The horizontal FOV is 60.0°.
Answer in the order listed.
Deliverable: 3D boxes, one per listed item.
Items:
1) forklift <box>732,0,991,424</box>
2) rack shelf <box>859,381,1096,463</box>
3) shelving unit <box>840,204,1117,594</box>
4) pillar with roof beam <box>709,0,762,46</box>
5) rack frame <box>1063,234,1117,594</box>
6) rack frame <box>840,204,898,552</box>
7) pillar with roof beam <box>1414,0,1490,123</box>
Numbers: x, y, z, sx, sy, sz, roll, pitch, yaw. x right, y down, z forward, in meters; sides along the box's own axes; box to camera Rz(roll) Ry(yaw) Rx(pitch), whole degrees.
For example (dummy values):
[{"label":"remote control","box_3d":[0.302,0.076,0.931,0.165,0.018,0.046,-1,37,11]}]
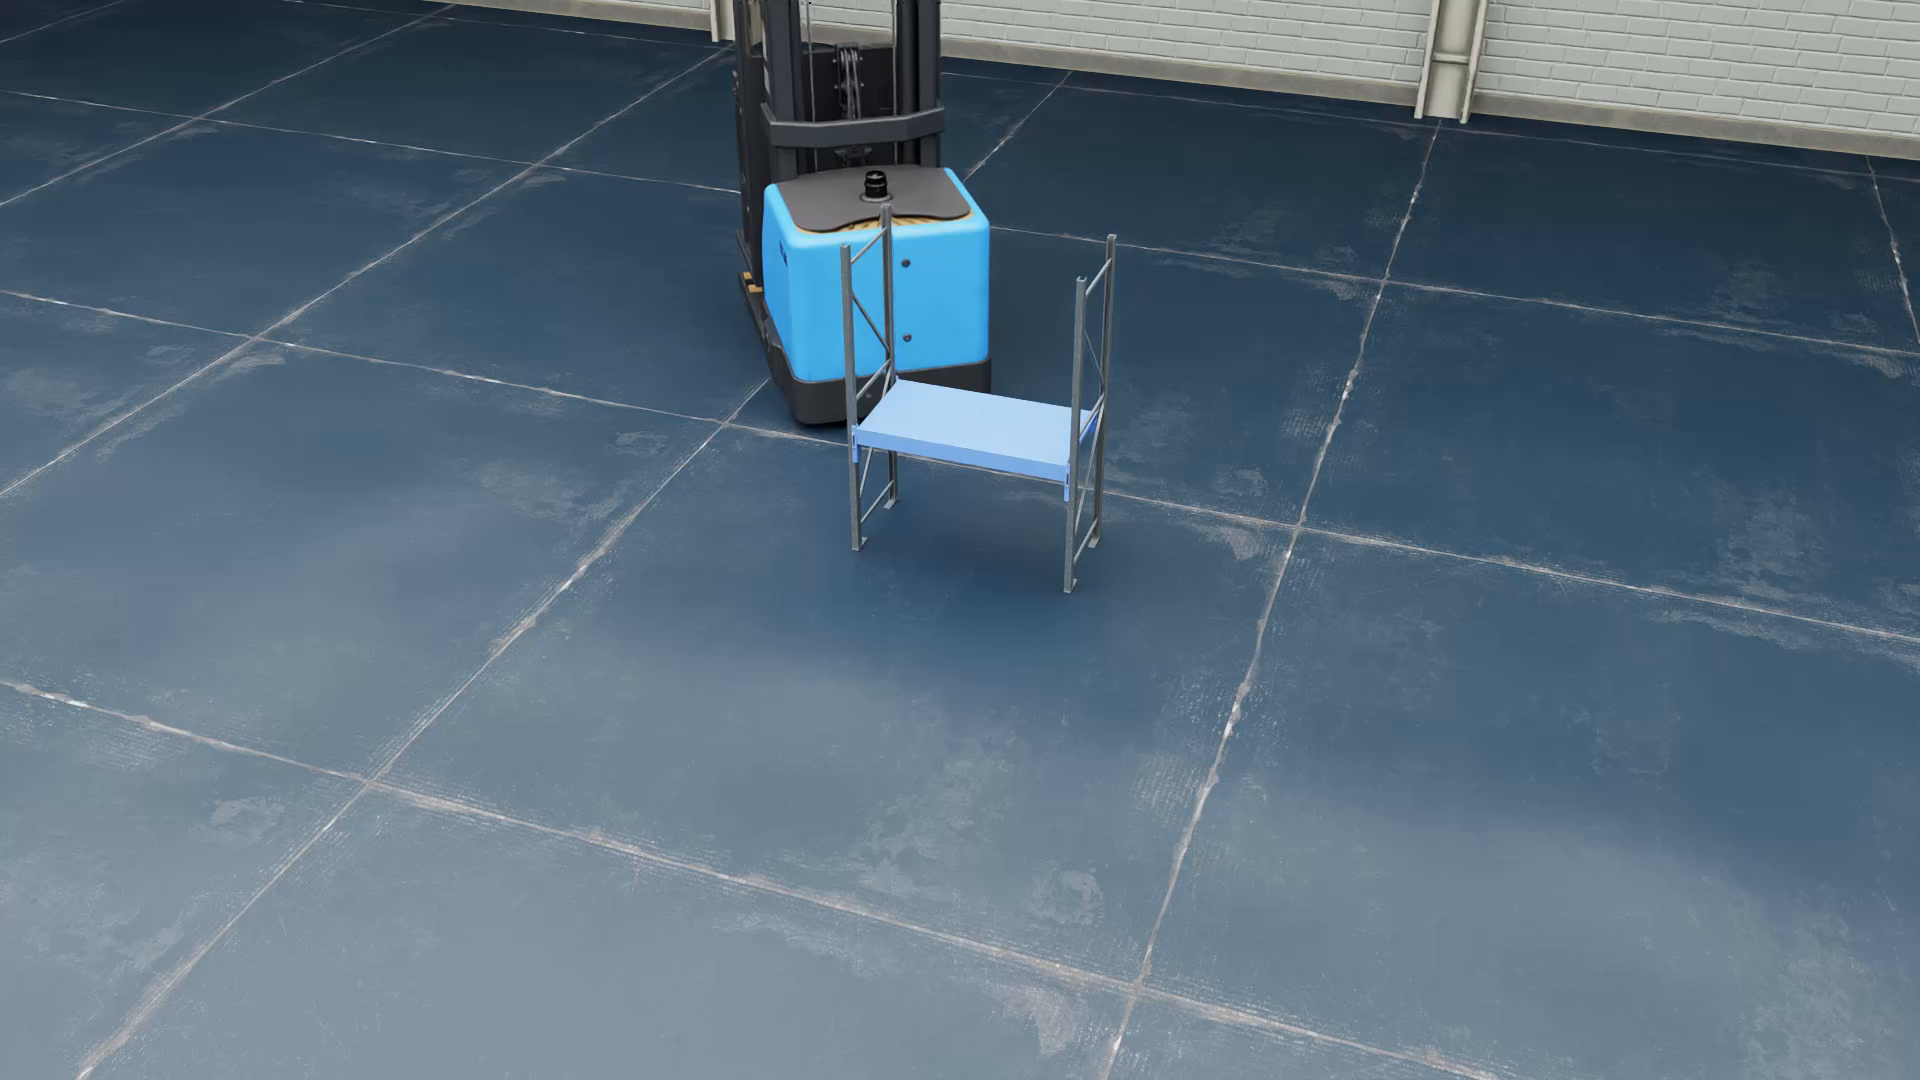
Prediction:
[{"label":"forklift","box_3d":[-0.706,-2.620,9.106,1.130,2.935,3.031,-8,34,-12]},{"label":"rack shelf","box_3d":[0.080,-0.504,7.390,0.952,0.062,0.459,11,34,16]},{"label":"shelving unit","box_3d":[0.080,-0.614,7.319,1.048,1.500,0.500,11,34,16]},{"label":"pillar with roof beam","box_3d":[-3.375,-5.966,8.695,0.400,9.000,9.100,11,34,16]},{"label":"rack frame","box_3d":[0.559,-0.521,7.175,0.032,1.500,0.500,11,34,16]},{"label":"rack frame","box_3d":[-0.398,-0.708,7.463,0.032,1.500,0.500,11,34,16]},{"label":"pillar with roof beam","box_3d":[2.274,-4.868,6.994,0.400,9.000,9.100,11,34,16]}]
